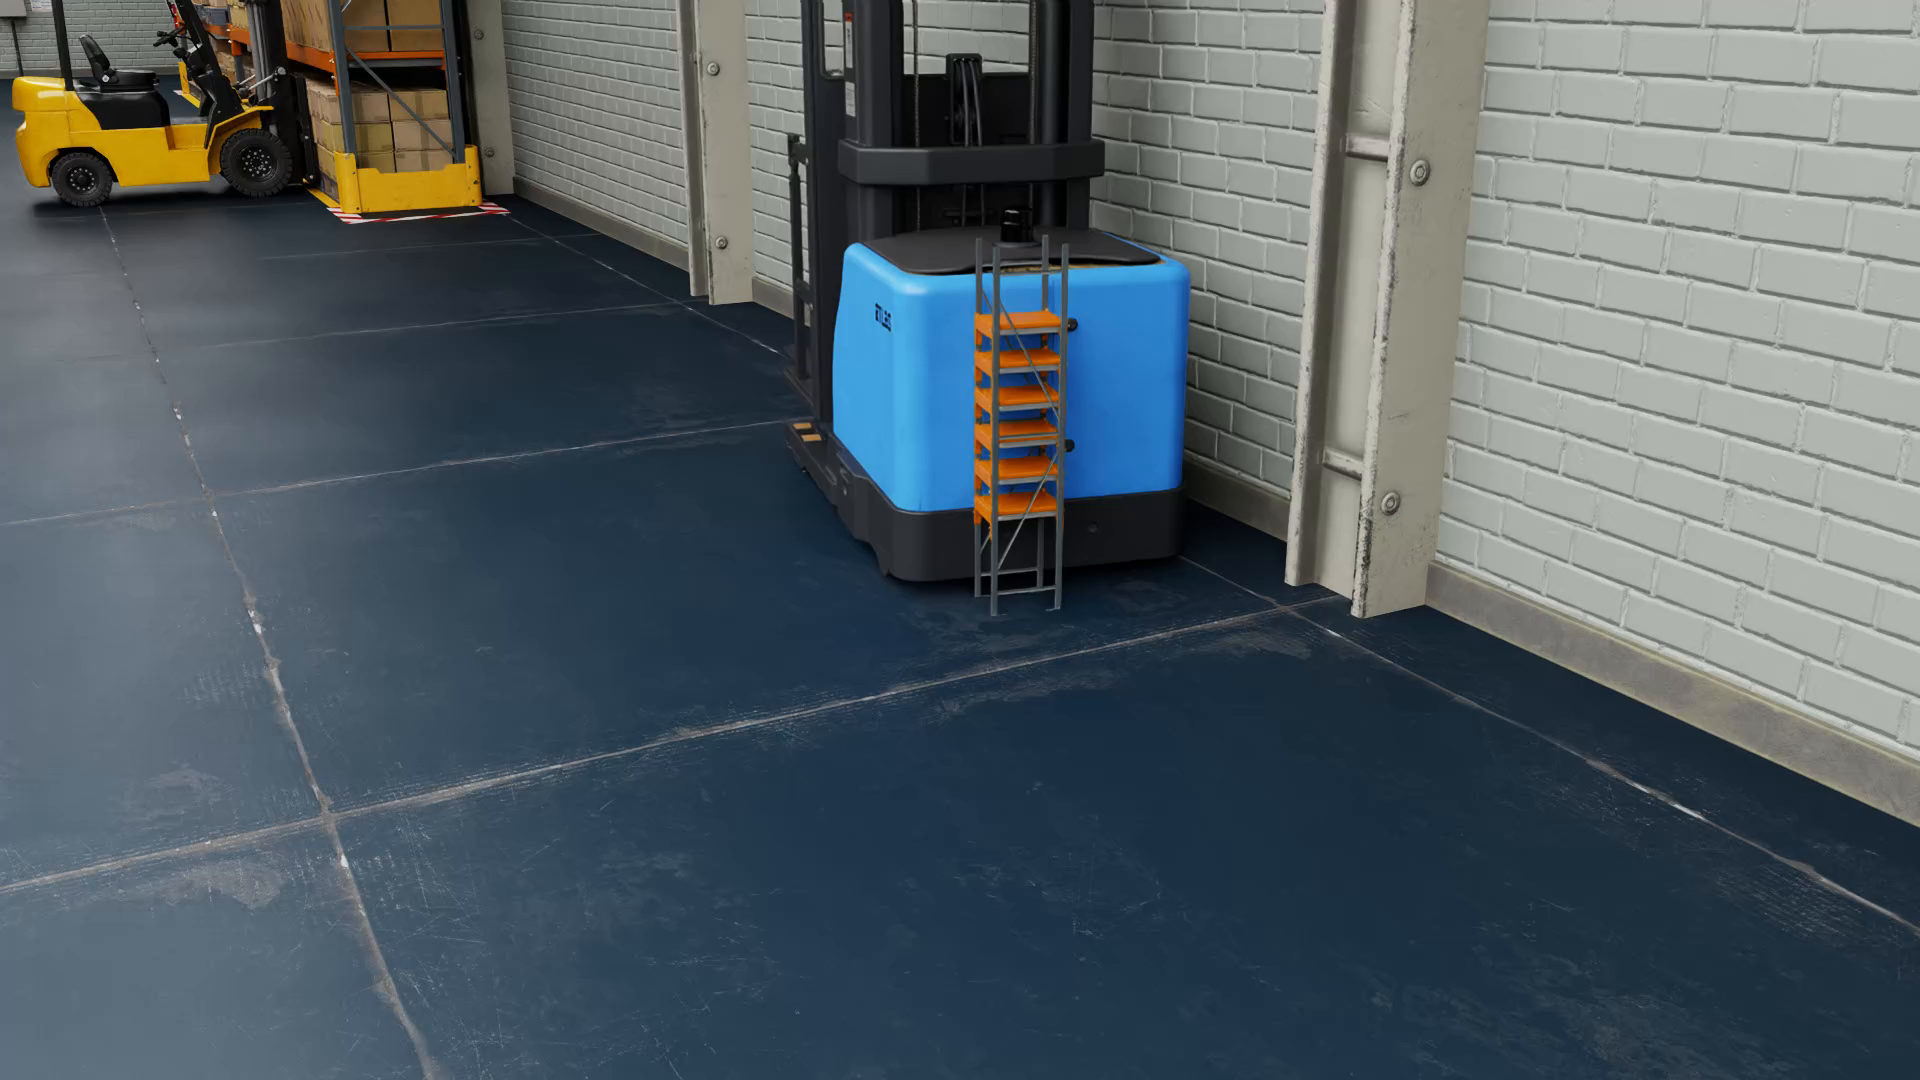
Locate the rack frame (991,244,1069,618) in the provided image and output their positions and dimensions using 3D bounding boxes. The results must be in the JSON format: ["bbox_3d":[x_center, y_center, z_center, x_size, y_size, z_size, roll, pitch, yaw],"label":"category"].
[{"bbox_3d":[0.216,-0.326,5.236,0.240,1.200,0.006,-5,20,-15],"label":"rack frame"}]

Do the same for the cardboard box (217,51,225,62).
[{"bbox_3d":[-10.382,-6.905,23.738,0.380,0.149,0.250,-11,22,-28],"label":"cardboard box"}]

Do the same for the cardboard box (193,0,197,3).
[{"bbox_3d":[-10.484,-7.866,23.531,0.700,0.500,0.500,-9,21,-25],"label":"cardboard box"}]

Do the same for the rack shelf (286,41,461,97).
[{"bbox_3d":[-5.769,-4.583,15.916,1.077,0.370,4.000,-10,21,-27],"label":"rack shelf"}]

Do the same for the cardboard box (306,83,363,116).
[{"bbox_3d":[-5.808,-4.093,15.433,0.500,0.250,0.500,-10,21,-26],"label":"cardboard box"}]

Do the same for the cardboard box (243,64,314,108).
[{"bbox_3d":[-8.334,-5.540,20.584,0.875,0.625,0.625,-9,21,-25],"label":"cardboard box"}]

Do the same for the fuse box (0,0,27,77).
[{"bbox_3d":[-17.563,-9.461,30.927,0.539,1.711,0.414,-10,21,-27],"label":"fuse box"}]

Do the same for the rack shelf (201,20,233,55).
[{"bbox_3d":[-9.568,-6.879,22.572,1.077,0.370,4.000,-10,21,-27],"label":"rack shelf"}]

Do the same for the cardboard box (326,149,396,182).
[{"bbox_3d":[-5.320,-3.333,14.764,0.500,0.250,0.500,-10,21,-26],"label":"cardboard box"}]

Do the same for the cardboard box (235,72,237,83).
[{"bbox_3d":[-9.008,-5.750,21.385,0.500,0.500,0.500,-9,21,-25],"label":"cardboard box"}]

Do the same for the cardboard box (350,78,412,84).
[{"bbox_3d":[-5.586,-4.324,16.101,0.500,0.250,0.500,-10,22,-28],"label":"cardboard box"}]

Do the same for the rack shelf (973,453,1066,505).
[{"bbox_3d":[0.190,-0.199,5.373,0.258,0.103,0.180,-5,20,-15],"label":"rack shelf"}]

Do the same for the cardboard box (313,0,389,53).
[{"bbox_3d":[-5.284,-4.496,14.410,0.500,0.500,0.500,-11,22,-28],"label":"cardboard box"}]

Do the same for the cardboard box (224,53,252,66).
[{"bbox_3d":[-9.906,-6.608,22.876,0.380,0.149,0.250,-9,21,-25],"label":"cardboard box"}]

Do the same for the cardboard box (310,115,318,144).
[{"bbox_3d":[-5.818,-3.866,15.540,0.500,0.250,0.500,-11,22,-28],"label":"cardboard box"}]

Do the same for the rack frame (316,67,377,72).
[{"bbox_3d":[-6.718,-5.497,17.463,1.000,3.000,0.127,-10,21,-27],"label":"rack frame"}]

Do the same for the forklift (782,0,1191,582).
[{"bbox_3d":[-0.120,-1.692,6.541,1.130,2.935,3.031,-5,20,-15],"label":"forklift"}]

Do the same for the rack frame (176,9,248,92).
[{"bbox_3d":[-12.417,-8.942,27.446,1.000,3.000,0.127,-10,21,-27],"label":"rack frame"}]

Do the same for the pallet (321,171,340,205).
[{"bbox_3d":[-5.219,-3.244,15.207,1.003,0.211,1.213,-10,21,-27],"label":"pallet"}]

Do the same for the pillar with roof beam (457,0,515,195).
[{"bbox_3d":[-8.145,-6.857,12.208,9.100,9.000,0.400,-10,21,-27],"label":"pillar with roof beam"}]

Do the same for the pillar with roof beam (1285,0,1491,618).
[{"bbox_3d":[-2.447,-3.412,2.225,9.100,9.000,0.400,-10,21,-27],"label":"pillar with roof beam"}]

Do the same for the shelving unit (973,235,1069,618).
[{"bbox_3d":[0.190,-0.354,5.319,0.258,1.200,0.189,-5,20,-15],"label":"shelving unit"}]

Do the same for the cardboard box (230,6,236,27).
[{"bbox_3d":[-8.622,-6.409,20.336,0.500,0.250,0.500,-10,21,-26],"label":"cardboard box"}]

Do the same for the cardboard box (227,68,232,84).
[{"bbox_3d":[-9.487,-6.045,22.240,0.500,0.500,0.500,-9,21,-24],"label":"cardboard box"}]

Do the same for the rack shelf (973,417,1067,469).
[{"bbox_3d":[0.190,-0.312,5.333,0.258,0.103,0.180,-5,20,-15],"label":"rack shelf"}]

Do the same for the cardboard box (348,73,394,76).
[{"bbox_3d":[-6.061,-4.614,16.942,0.500,0.250,0.500,-10,22,-27],"label":"cardboard box"}]

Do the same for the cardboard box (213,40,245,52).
[{"bbox_3d":[-10.416,-7.046,23.691,0.380,0.149,0.250,-11,22,-29],"label":"cardboard box"}]

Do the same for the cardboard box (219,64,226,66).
[{"bbox_3d":[-9.991,-6.341,23.098,0.500,0.500,0.500,-11,22,-28],"label":"cardboard box"}]

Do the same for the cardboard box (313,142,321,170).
[{"bbox_3d":[-5.778,-3.623,15.602,0.500,0.250,0.500,-10,21,-26],"label":"cardboard box"}]

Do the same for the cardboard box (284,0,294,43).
[{"bbox_3d":[-6.234,-5.084,16.114,0.500,0.500,0.500,-10,22,-27],"label":"cardboard box"}]

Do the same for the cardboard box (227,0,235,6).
[{"bbox_3d":[-8.644,-6.641,20.243,0.500,0.250,0.500,-10,21,-27],"label":"cardboard box"}]

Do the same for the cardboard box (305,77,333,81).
[{"bbox_3d":[-6.285,-4.391,16.298,0.500,0.250,0.500,-9,21,-25],"label":"cardboard box"}]

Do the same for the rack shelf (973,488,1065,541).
[{"bbox_3d":[0.190,-0.086,5.412,0.258,0.103,0.180,-5,20,-15],"label":"rack shelf"}]

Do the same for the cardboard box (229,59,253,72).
[{"bbox_3d":[-9.232,-6.145,21.534,0.380,0.149,0.250,-11,22,-29],"label":"cardboard box"}]

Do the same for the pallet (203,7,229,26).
[{"bbox_3d":[-9.001,-6.738,21.354,1.213,0.211,1.003,-10,21,-27],"label":"pallet"}]

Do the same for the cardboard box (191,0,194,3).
[{"bbox_3d":[-11.225,-8.113,24.819,0.500,0.250,0.500,-10,21,-26],"label":"cardboard box"}]

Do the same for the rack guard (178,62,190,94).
[{"bbox_3d":[-12.381,-7.738,27.791,1.175,0.500,0.348,-10,21,-27],"label":"rack guard"}]

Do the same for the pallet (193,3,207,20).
[{"bbox_3d":[-10.234,-7.456,23.436,1.003,0.211,1.213,-10,21,-27],"label":"pallet"}]

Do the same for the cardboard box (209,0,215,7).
[{"bbox_3d":[-9.404,-7.025,21.479,0.500,0.250,0.500,-11,22,-29],"label":"cardboard box"}]

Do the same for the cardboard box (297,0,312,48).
[{"bbox_3d":[-5.766,-4.794,15.272,0.500,0.500,0.500,-10,22,-28],"label":"cardboard box"}]

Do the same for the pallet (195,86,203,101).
[{"bbox_3d":[-11.426,-7.023,26.161,1.003,0.211,1.213,-10,21,-27],"label":"pallet"}]

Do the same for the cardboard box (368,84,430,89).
[{"bbox_3d":[-5.121,-4.030,15.251,0.500,0.250,0.500,-10,21,-27],"label":"cardboard box"}]

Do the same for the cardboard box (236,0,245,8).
[{"bbox_3d":[-8.153,-6.348,19.394,0.500,0.250,0.500,-11,22,-28],"label":"cardboard box"}]

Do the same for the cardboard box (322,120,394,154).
[{"bbox_3d":[-5.325,-3.575,14.698,0.500,0.250,0.500,-10,22,-27],"label":"cardboard box"}]

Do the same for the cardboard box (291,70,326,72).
[{"bbox_3d":[-7.697,-5.160,19.484,0.875,0.625,0.625,-11,22,-29],"label":"cardboard box"}]

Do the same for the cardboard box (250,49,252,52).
[{"bbox_3d":[-10.089,-7.056,24.175,0.380,0.149,0.250,-11,22,-29],"label":"cardboard box"}]

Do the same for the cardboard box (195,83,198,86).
[{"bbox_3d":[-11.838,-7.517,26.505,0.700,0.500,0.500,-9,21,-24],"label":"cardboard box"}]

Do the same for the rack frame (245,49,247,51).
[{"bbox_3d":[-10.517,-7.793,24.118,1.000,3.000,0.127,-10,21,-27],"label":"rack frame"}]

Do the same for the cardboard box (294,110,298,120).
[{"bbox_3d":[-6.291,-4.155,16.379,0.500,0.250,0.500,-10,22,-27],"label":"cardboard box"}]

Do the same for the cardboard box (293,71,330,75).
[{"bbox_3d":[-6.765,-4.681,17.137,0.500,0.250,0.500,-10,22,-27],"label":"cardboard box"}]

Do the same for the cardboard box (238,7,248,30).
[{"bbox_3d":[-8.137,-6.117,19.490,0.500,0.250,0.500,-11,22,-28],"label":"cardboard box"}]

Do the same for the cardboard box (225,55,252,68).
[{"bbox_3d":[-9.680,-6.456,22.437,0.380,0.149,0.250,-11,22,-29],"label":"cardboard box"}]

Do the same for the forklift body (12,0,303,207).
[{"bbox_3d":[-7.325,-4.209,15.032,2.313,2.155,1.214,-10,21,-27],"label":"forklift body"}]

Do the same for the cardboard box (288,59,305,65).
[{"bbox_3d":[-8.591,-6.167,21.598,0.380,0.149,0.250,-9,21,-24],"label":"cardboard box"}]

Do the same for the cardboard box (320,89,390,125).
[{"bbox_3d":[-5.312,-3.804,14.595,0.500,0.250,0.500,-9,21,-25],"label":"cardboard box"}]
